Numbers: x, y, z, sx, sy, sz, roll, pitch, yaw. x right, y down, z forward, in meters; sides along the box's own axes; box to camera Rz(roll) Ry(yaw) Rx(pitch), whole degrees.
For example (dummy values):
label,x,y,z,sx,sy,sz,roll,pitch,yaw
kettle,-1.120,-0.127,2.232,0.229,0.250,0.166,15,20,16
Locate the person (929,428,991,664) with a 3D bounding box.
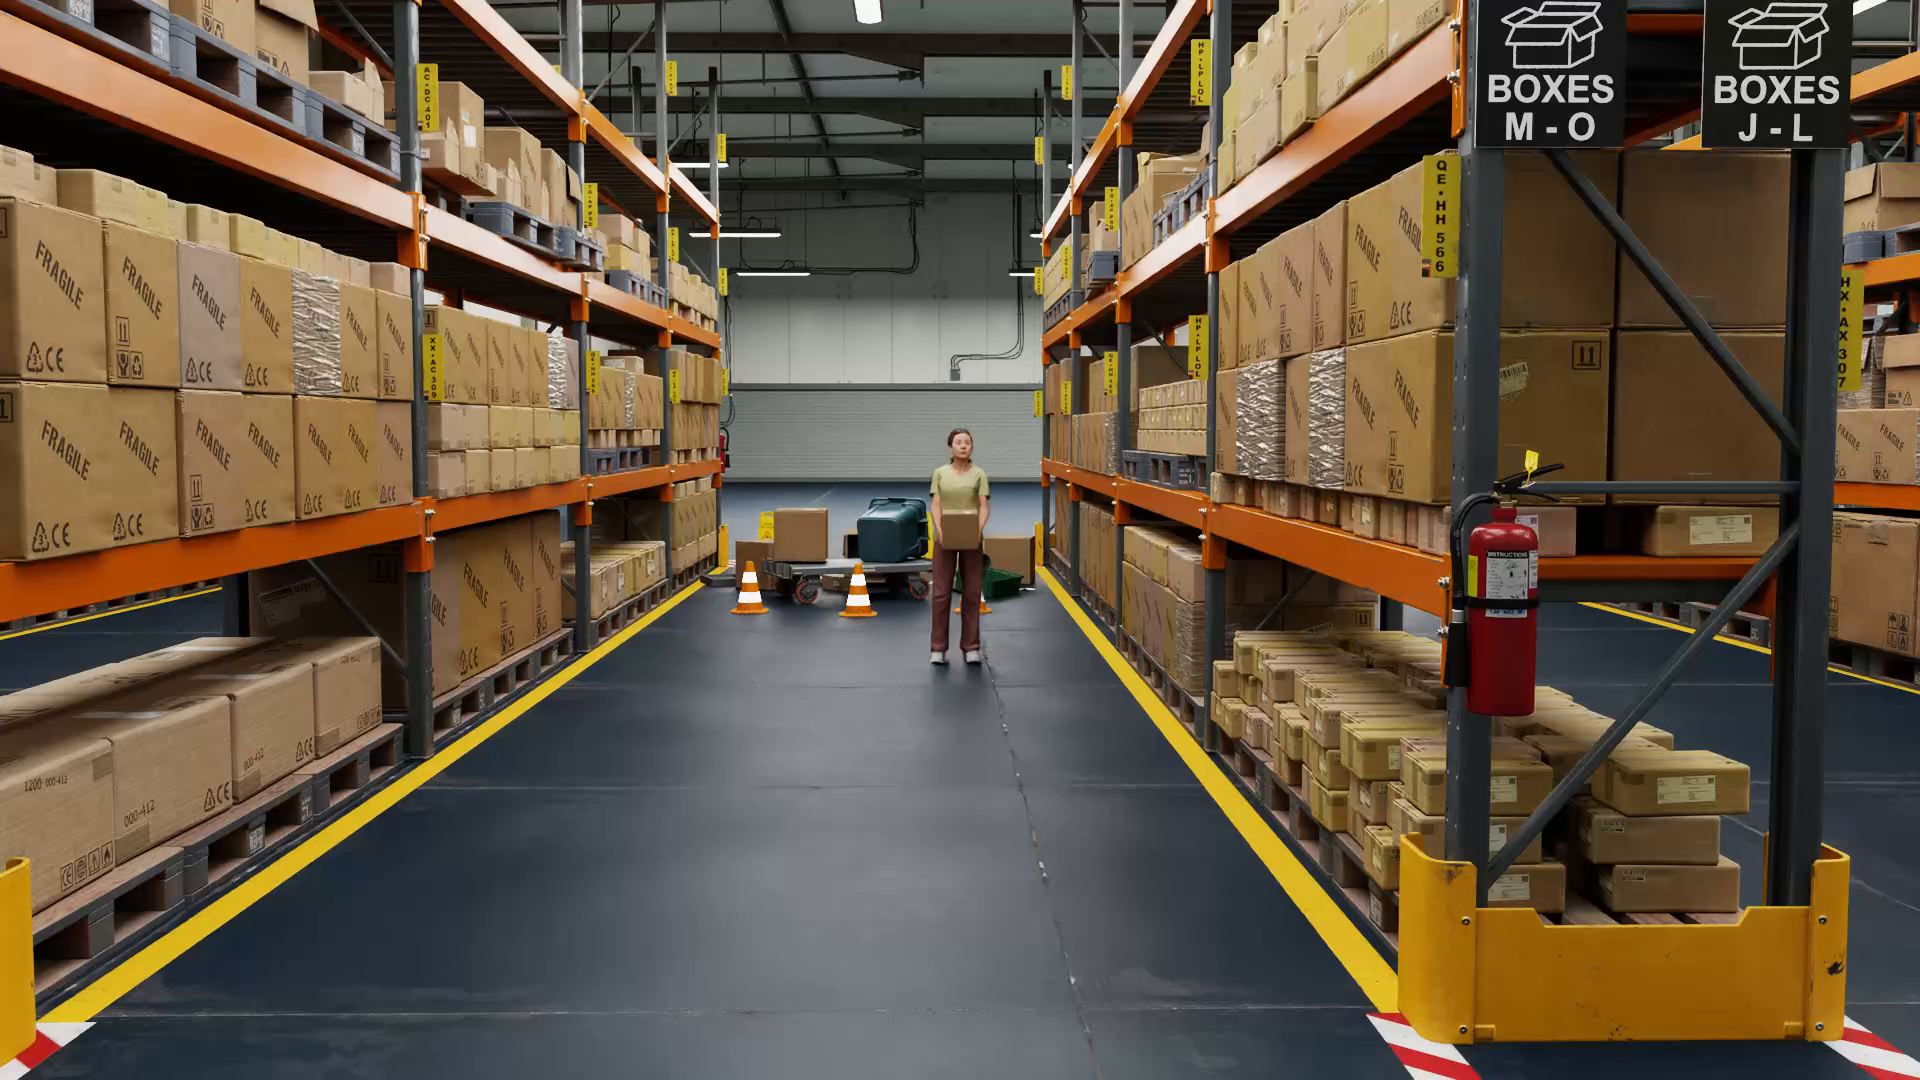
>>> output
label,x,y,z,sx,sy,sz,roll,pitch,yaw
person,0.002,0.040,11.856,0.439,1.674,0.537,0,4,-2
